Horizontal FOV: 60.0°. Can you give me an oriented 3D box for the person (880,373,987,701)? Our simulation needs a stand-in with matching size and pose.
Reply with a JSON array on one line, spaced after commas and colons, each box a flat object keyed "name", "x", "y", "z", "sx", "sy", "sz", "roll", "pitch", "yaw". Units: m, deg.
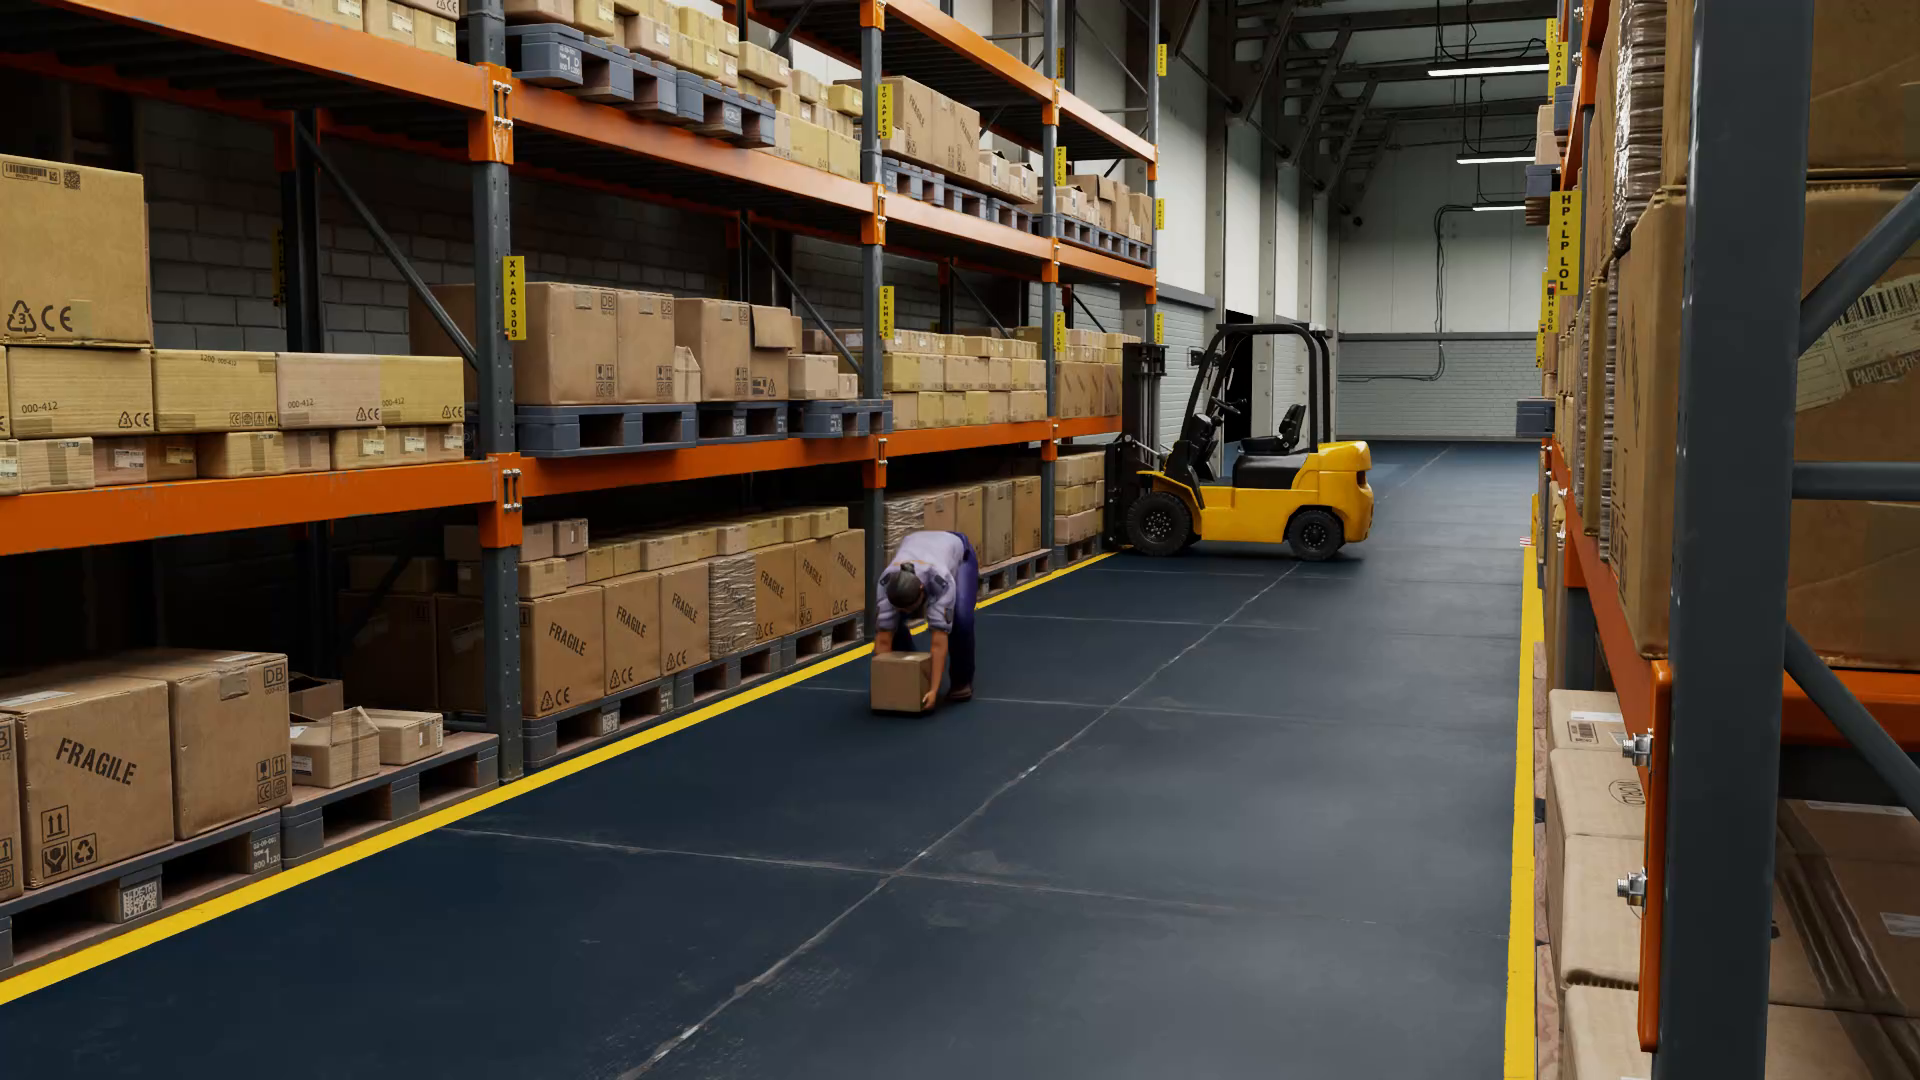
[{"name": "person", "x": -0.125, "y": -0.016, "z": 8.514, "sx": 0.521, "sy": 1.642, "sz": 0.370, "roll": 2, "pitch": 6, "yaw": 17}]
